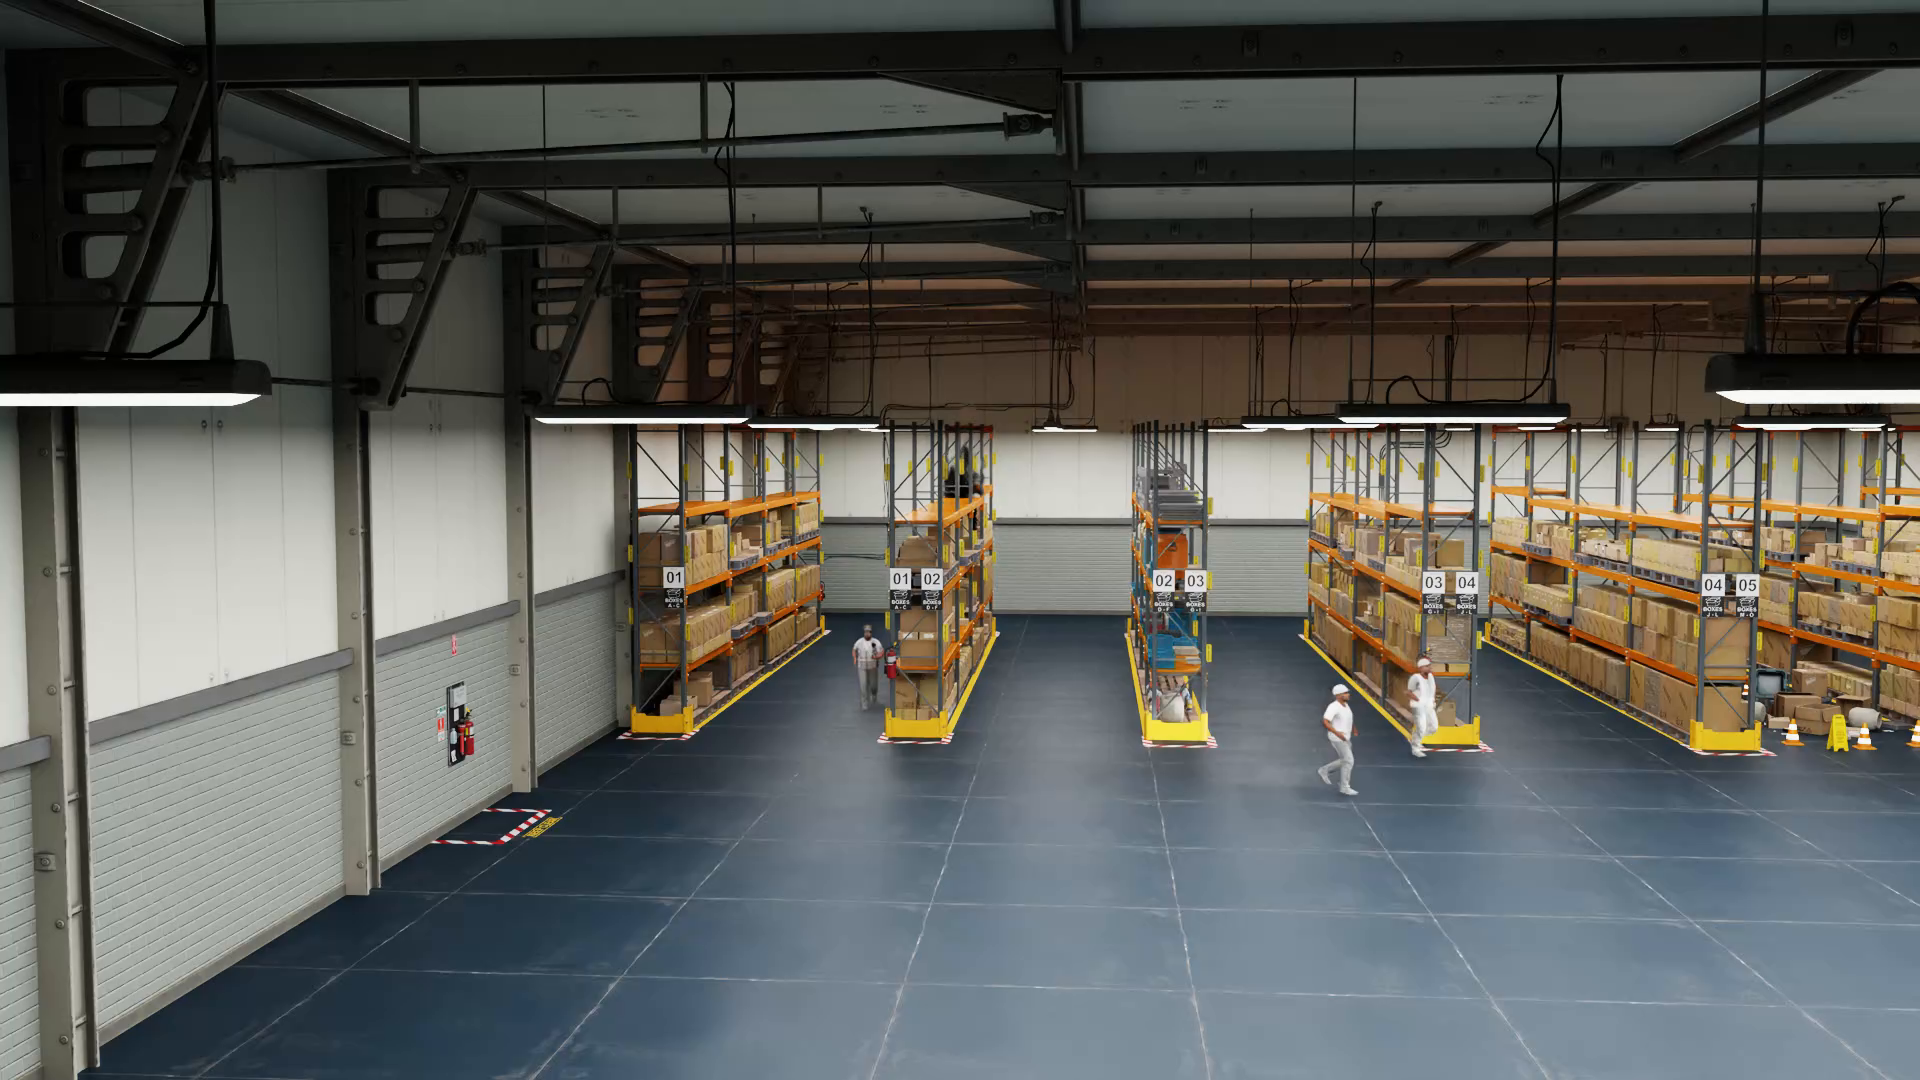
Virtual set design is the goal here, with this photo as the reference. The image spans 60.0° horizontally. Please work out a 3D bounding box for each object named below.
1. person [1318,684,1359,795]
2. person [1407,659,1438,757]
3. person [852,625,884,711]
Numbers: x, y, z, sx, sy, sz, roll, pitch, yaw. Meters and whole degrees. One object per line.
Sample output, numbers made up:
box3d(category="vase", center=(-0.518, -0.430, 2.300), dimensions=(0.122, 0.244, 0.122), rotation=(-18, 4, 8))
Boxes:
box3d(category="person", center=(6.028, 3.172, 26.558), dimensions=(0.714, 1.746, 0.708), rotation=(2, 4, 32))
box3d(category="person", center=(8.260, 2.975, 29.603), dimensions=(0.723, 1.740, 0.591), rotation=(-2, 4, -33))
box3d(category="person", center=(-1.929, 2.645, 34.748), dimensions=(0.676, 1.746, 0.886), rotation=(0, 4, 1))
